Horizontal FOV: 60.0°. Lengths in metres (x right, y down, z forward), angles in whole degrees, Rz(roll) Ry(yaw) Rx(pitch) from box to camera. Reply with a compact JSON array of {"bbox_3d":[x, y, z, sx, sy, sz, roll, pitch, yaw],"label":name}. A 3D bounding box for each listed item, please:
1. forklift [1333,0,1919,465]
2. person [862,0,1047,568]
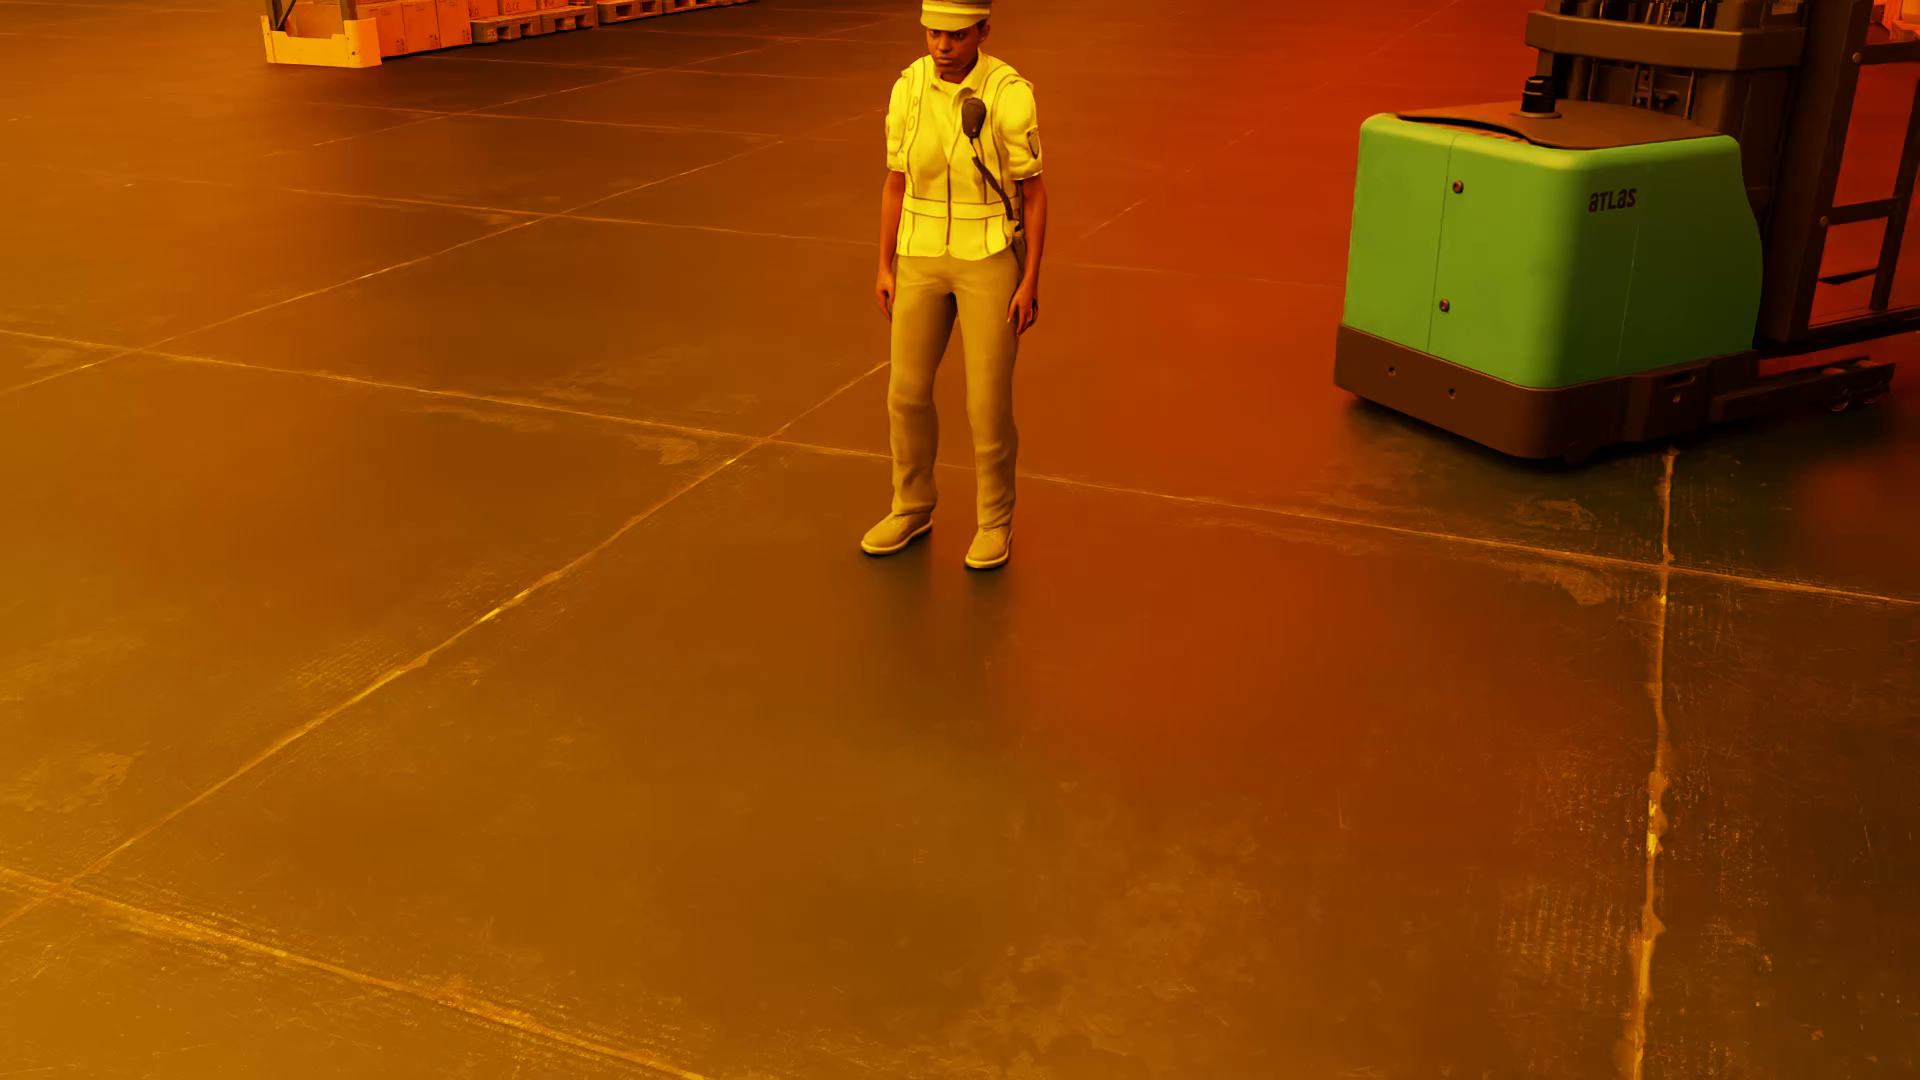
[{"bbox_3d":[2.963,-1.999,6.075,3.031,2.935,1.130,-12,25,-26],"label":"forklift"},{"bbox_3d":[-0.014,-0.750,4.743,0.513,1.657,0.393,8,24,19],"label":"person"}]
